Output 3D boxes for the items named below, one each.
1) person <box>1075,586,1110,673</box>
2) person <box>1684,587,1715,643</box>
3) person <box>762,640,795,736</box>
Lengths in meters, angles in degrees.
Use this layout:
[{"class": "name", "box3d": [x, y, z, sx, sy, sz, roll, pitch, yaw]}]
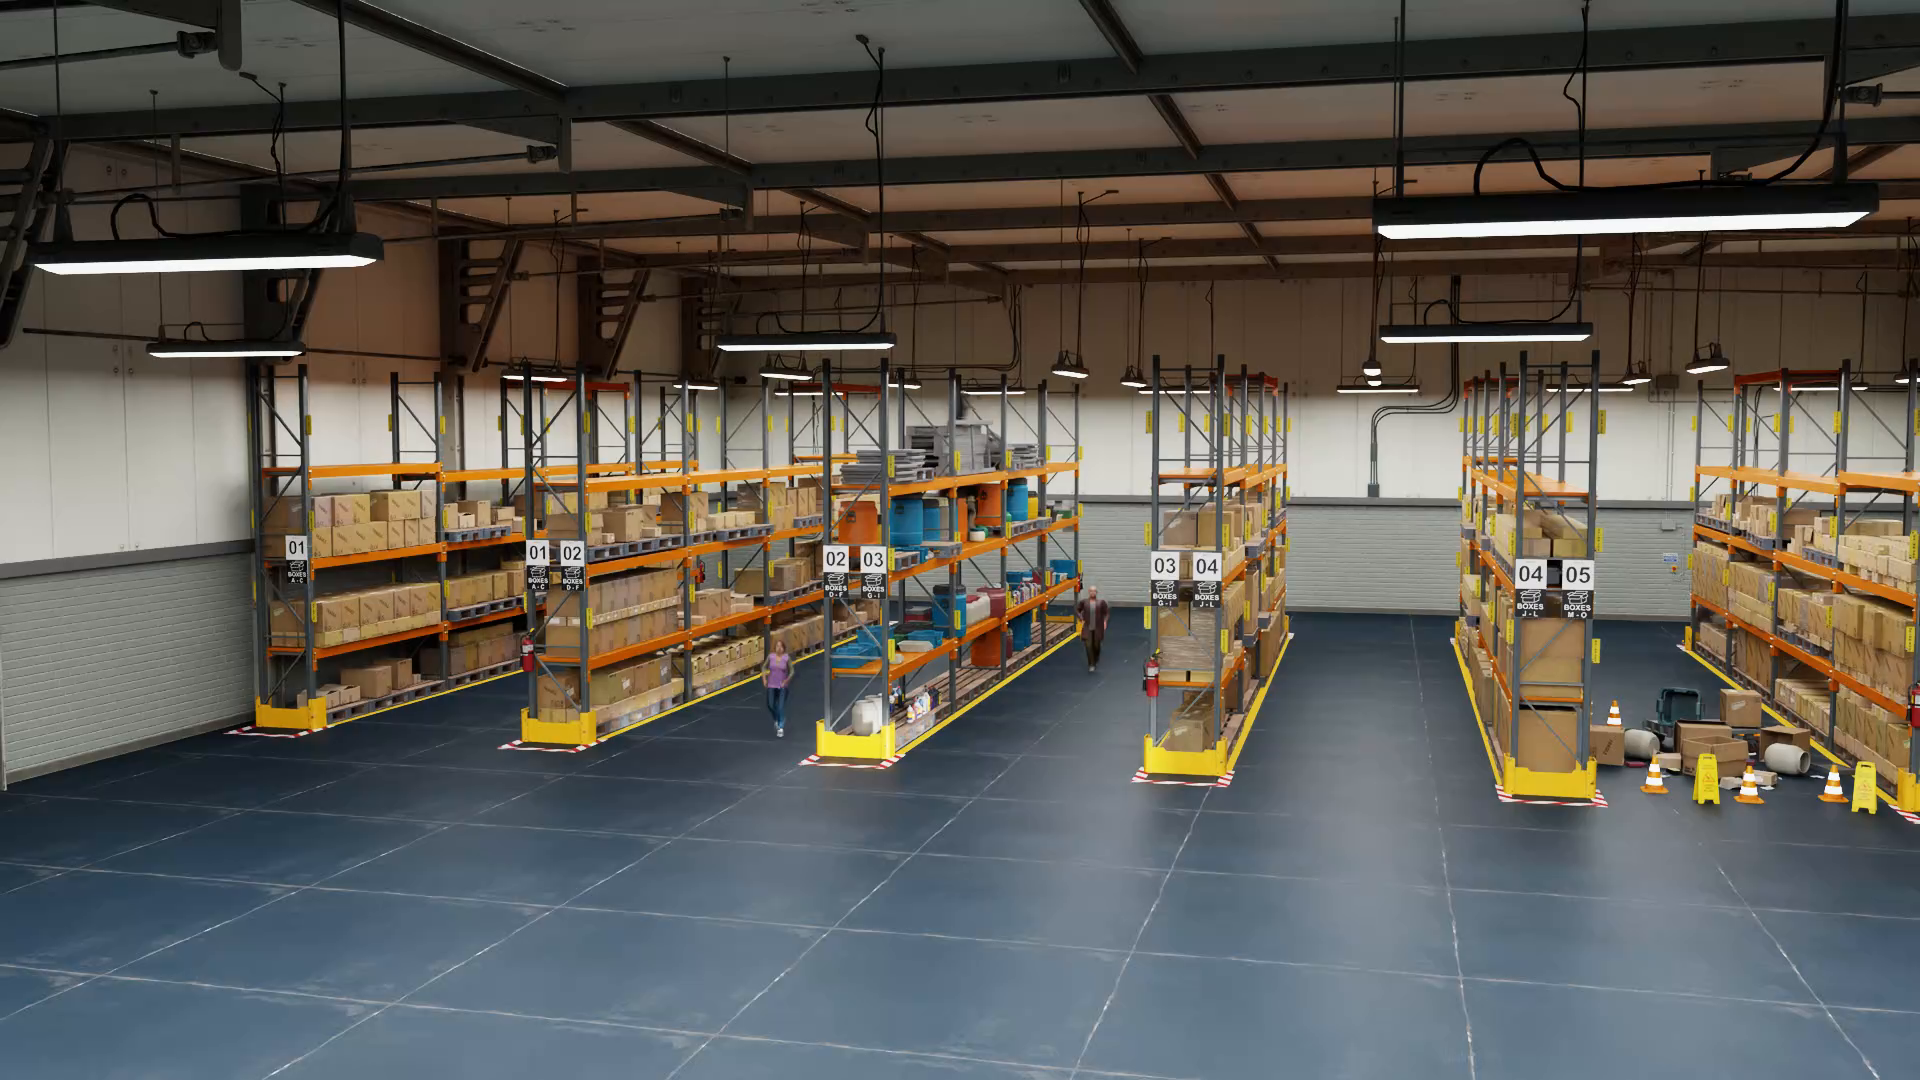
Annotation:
[{"class": "person", "box3d": [2.699, 1.806, 33.926, 0.712, 1.743, 0.720, 0, 4, 6]}, {"class": "person", "box3d": [17.007, 1.528, 37.981, 0.811, 1.768, 0.662, 2, 4, 24]}, {"class": "person", "box3d": [-2.932, 2.383, 26.736, 0.548, 1.561, 0.505, 0, 4, 1]}]
